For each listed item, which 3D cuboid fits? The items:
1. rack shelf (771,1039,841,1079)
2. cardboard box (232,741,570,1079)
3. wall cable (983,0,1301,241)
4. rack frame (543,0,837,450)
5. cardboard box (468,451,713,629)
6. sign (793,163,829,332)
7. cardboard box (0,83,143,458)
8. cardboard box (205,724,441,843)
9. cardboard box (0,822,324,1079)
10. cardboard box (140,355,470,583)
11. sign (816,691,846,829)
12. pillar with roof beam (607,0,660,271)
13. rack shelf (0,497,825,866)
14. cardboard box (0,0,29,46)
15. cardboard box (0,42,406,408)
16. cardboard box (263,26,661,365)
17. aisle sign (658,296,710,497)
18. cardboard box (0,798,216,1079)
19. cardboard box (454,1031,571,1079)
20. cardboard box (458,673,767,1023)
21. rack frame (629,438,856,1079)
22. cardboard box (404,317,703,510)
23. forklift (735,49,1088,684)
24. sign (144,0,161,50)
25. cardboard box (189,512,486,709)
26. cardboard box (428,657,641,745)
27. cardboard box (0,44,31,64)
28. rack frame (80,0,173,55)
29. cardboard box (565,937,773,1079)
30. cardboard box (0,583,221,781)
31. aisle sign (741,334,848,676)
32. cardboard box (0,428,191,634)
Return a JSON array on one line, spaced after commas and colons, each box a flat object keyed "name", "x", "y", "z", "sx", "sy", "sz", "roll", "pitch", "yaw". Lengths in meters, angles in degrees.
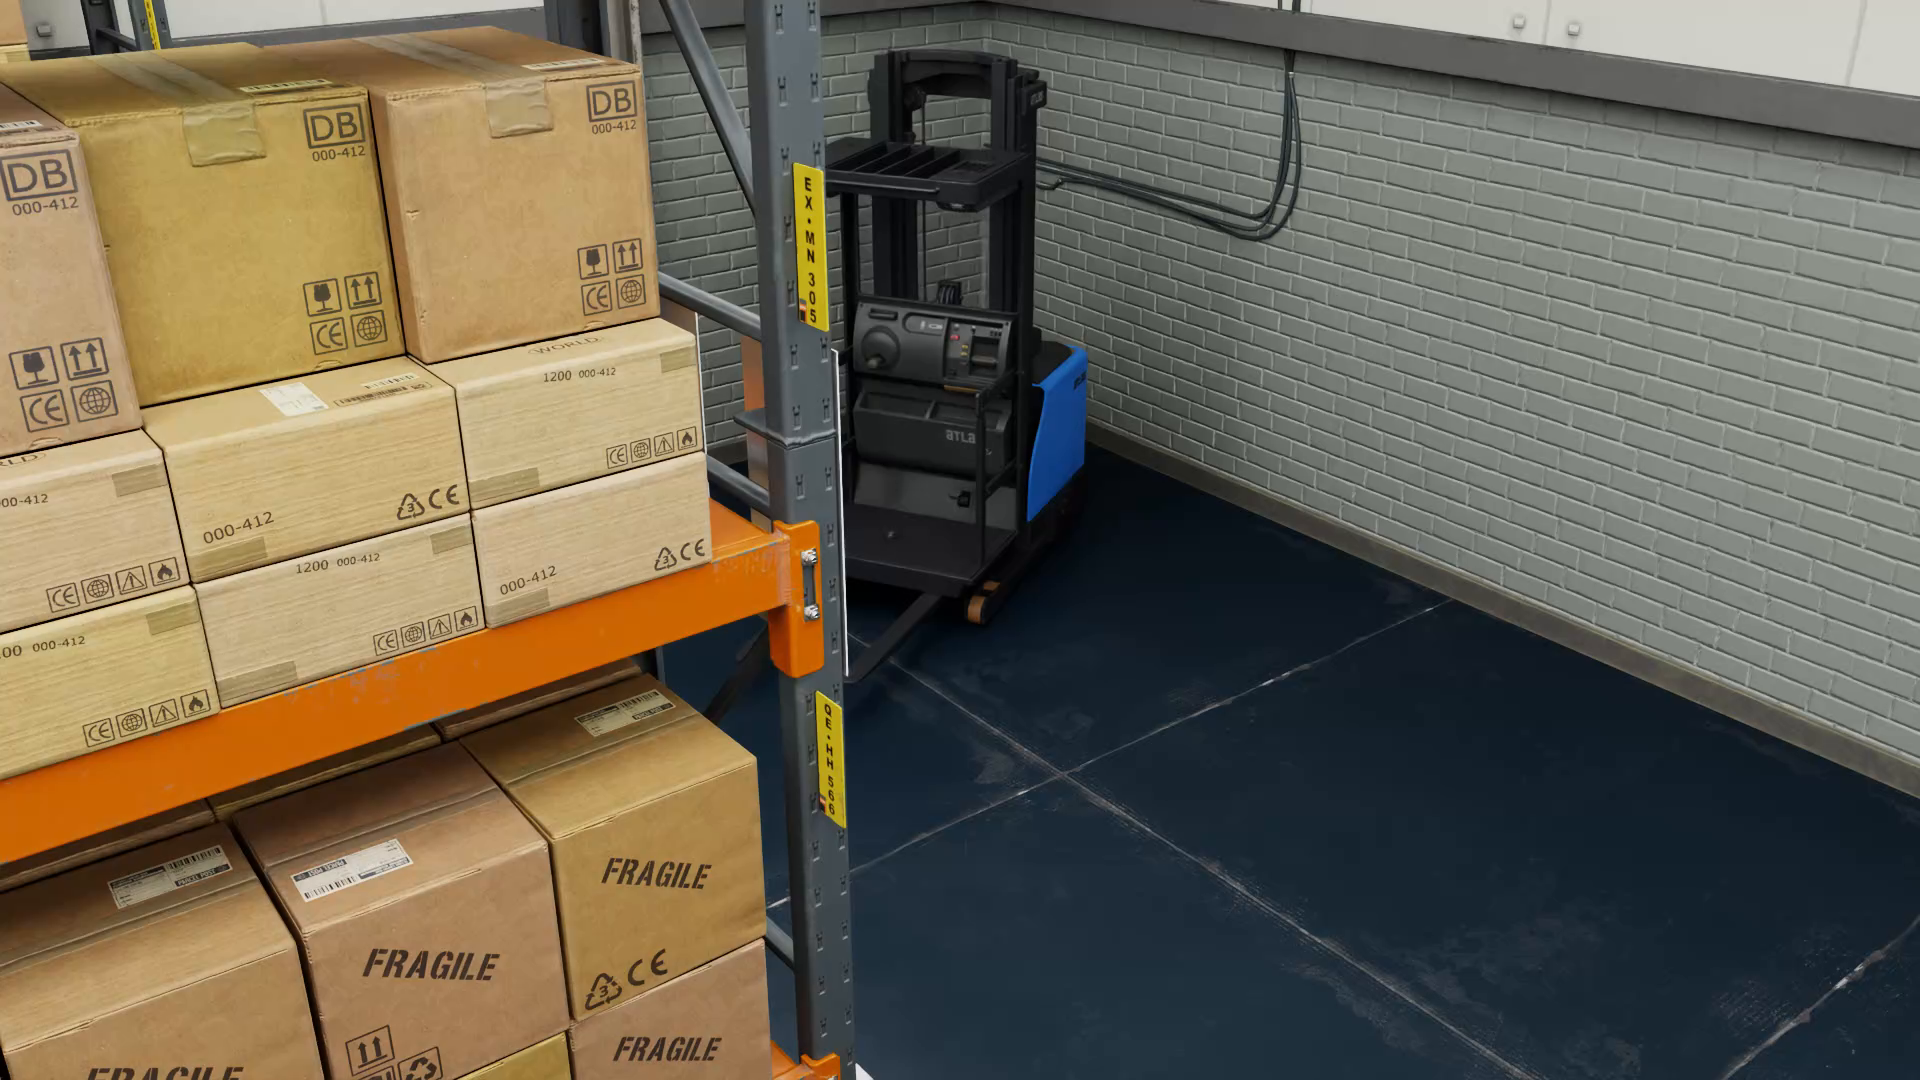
[{"name": "rack shelf", "x": -2.199, "y": 1.834, "z": 3.589, "sx": 4.000, "sy": 0.370, "sz": 1.077, "roll": -18, "pitch": 31, "yaw": -34}, {"name": "cardboard box", "x": -1.202, "y": 0.828, "z": 3.597, "sx": 0.500, "sy": 0.500, "sz": 0.500, "roll": -17, "pitch": 30, "yaw": -33}, {"name": "wall cable", "x": 0.987, "y": -3.315, "z": 10.392, "sx": 0.112, "sy": 2.526, "sz": 3.097, "roll": -18, "pitch": 31, "yaw": -34}, {"name": "rack frame", "x": -0.625, "y": -1.733, "z": 3.294, "sx": 0.127, "sy": 3.000, "sz": 1.000, "roll": -18, "pitch": 31, "yaw": -34}, {"name": "cardboard box", "x": -0.866, "y": -0.083, "z": 3.481, "sx": 0.500, "sy": 0.250, "sz": 0.500, "roll": -18, "pitch": 31, "yaw": -34}, {"name": "sign", "x": -0.298, "y": -0.585, "z": 3.332, "sx": 0.005, "sy": 0.325, "sz": 0.100, "roll": -18, "pitch": 31, "yaw": -34}, {"name": "cardboard box", "x": -1.792, "y": -0.465, "z": 2.819, "sx": 0.500, "sy": 0.500, "sz": 0.700, "roll": -18, "pitch": 31, "yaw": -34}, {"name": "cardboard box", "x": -1.543, "y": 0.656, "z": 3.967, "sx": 0.500, "sy": 0.500, "sz": 0.500, "roll": -18, "pitch": 30, "yaw": -34}, {"name": "cardboard box", "x": -1.607, "y": 0.964, "z": 3.303, "sx": 0.500, "sy": 0.500, "sz": 0.500, "roll": -17, "pitch": 30, "yaw": -33}, {"name": "cardboard box", "x": -1.265, "y": -0.183, "z": 3.102, "sx": 0.500, "sy": 0.250, "sz": 0.500, "roll": -18, "pitch": 31, "yaw": -34}, {"name": "sign", "x": -0.298, "y": 0.509, "z": 3.839, "sx": 0.005, "sy": 0.325, "sz": 0.100, "roll": -18, "pitch": 31, "yaw": -34}, {"name": "pillar with roof beam", "x": 0.563, "y": -2.935, "z": 5.884, "sx": 0.400, "sy": 9.000, "sz": 9.100, "roll": -18, "pitch": 31, "yaw": -34}, {"name": "rack shelf", "x": -2.199, "y": 0.474, "z": 2.958, "sx": 4.000, "sy": 0.370, "sz": 1.077, "roll": -18, "pitch": 31, "yaw": -34}, {"name": "cardboard box", "x": -4.092, "y": -2.240, "z": 6.619, "sx": 0.500, "sy": 0.500, "sz": 0.500, "roll": -18, "pitch": 31, "yaw": -34}, {"name": "cardboard box", "x": -1.465, "y": -0.630, "z": 3.175, "sx": 0.500, "sy": 0.500, "sz": 0.700, "roll": -18, "pitch": 31, "yaw": -34}, {"name": "cardboard box", "x": -1.019, "y": -0.732, "z": 3.395, "sx": 0.500, "sy": 0.500, "sz": 0.700, "roll": -18, "pitch": 31, "yaw": -34}, {"name": "aisle sign", "x": -0.752, "y": -0.306, "z": 4.258, "sx": 0.004, "sy": 0.787, "sz": 0.394, "roll": -18, "pitch": 31, "yaw": -34}, {"name": "cardboard box", "x": -1.940, "y": 0.784, "z": 3.691, "sx": 0.500, "sy": 0.500, "sz": 0.500, "roll": -18, "pitch": 30, "yaw": -33}, {"name": "cardboard box", "x": -1.215, "y": 1.286, "z": 3.798, "sx": 0.500, "sy": 0.500, "sz": 0.500, "roll": -18, "pitch": 30, "yaw": -34}, {"name": "cardboard box", "x": -0.805, "y": 0.696, "z": 3.880, "sx": 0.500, "sy": 0.500, "sz": 0.500, "roll": -19, "pitch": 31, "yaw": -34}, {"name": "rack frame", "x": -0.625, "y": 0.988, "z": 4.557, "sx": 0.127, "sy": 3.000, "sz": 1.000, "roll": -18, "pitch": 31, "yaw": -34}, {"name": "cardboard box", "x": -0.872, "y": -0.313, "z": 3.382, "sx": 0.500, "sy": 0.250, "sz": 0.500, "roll": -18, "pitch": 31, "yaw": -34}, {"name": "forklift", "x": -0.241, "y": -1.061, "z": 9.054, "sx": 1.130, "sy": 2.935, "sz": 3.031, "roll": 10, "pitch": 27, "yaw": 21}, {"name": "sign", "x": -3.361, "y": -2.195, "z": 6.895, "sx": 0.005, "sy": 0.325, "sz": 0.100, "roll": -18, "pitch": 31, "yaw": -34}, {"name": "cardboard box", "x": -1.267, "y": 0.043, "z": 3.209, "sx": 0.500, "sy": 0.250, "sz": 0.500, "roll": -18, "pitch": 31, "yaw": -34}, {"name": "cardboard box", "x": -1.137, "y": 0.517, "z": 4.265, "sx": 0.500, "sy": 0.500, "sz": 0.500, "roll": -17, "pitch": 30, "yaw": -33}, {"name": "cardboard box", "x": -4.097, "y": -1.902, "z": 6.782, "sx": 0.500, "sy": 0.250, "sz": 0.500, "roll": -17, "pitch": 30, "yaw": -33}, {"name": "rack frame", "x": -3.684, "y": -3.373, "z": 6.828, "sx": 0.127, "sy": 3.000, "sz": 1.000, "roll": -18, "pitch": 31, "yaw": -34}, {"name": "cardboard box", "x": -0.809, "y": 1.150, "z": 4.091, "sx": 0.500, "sy": 0.500, "sz": 0.500, "roll": -17, "pitch": 30, "yaw": -32}, {"name": "cardboard box", "x": -1.652, "y": 0.177, "z": 2.920, "sx": 0.500, "sy": 0.250, "sz": 0.500, "roll": -18, "pitch": 31, "yaw": -34}, {"name": "aisle sign", "x": -0.382, "y": -0.107, "z": 3.829, "sx": 0.004, "sy": 0.787, "sz": 0.394, "roll": -18, "pitch": 31, "yaw": -34}, {"name": "cardboard box", "x": -1.661, "y": -0.054, "z": 2.825, "sx": 0.500, "sy": 0.250, "sz": 0.500, "roll": -18, "pitch": 31, "yaw": -34}]
